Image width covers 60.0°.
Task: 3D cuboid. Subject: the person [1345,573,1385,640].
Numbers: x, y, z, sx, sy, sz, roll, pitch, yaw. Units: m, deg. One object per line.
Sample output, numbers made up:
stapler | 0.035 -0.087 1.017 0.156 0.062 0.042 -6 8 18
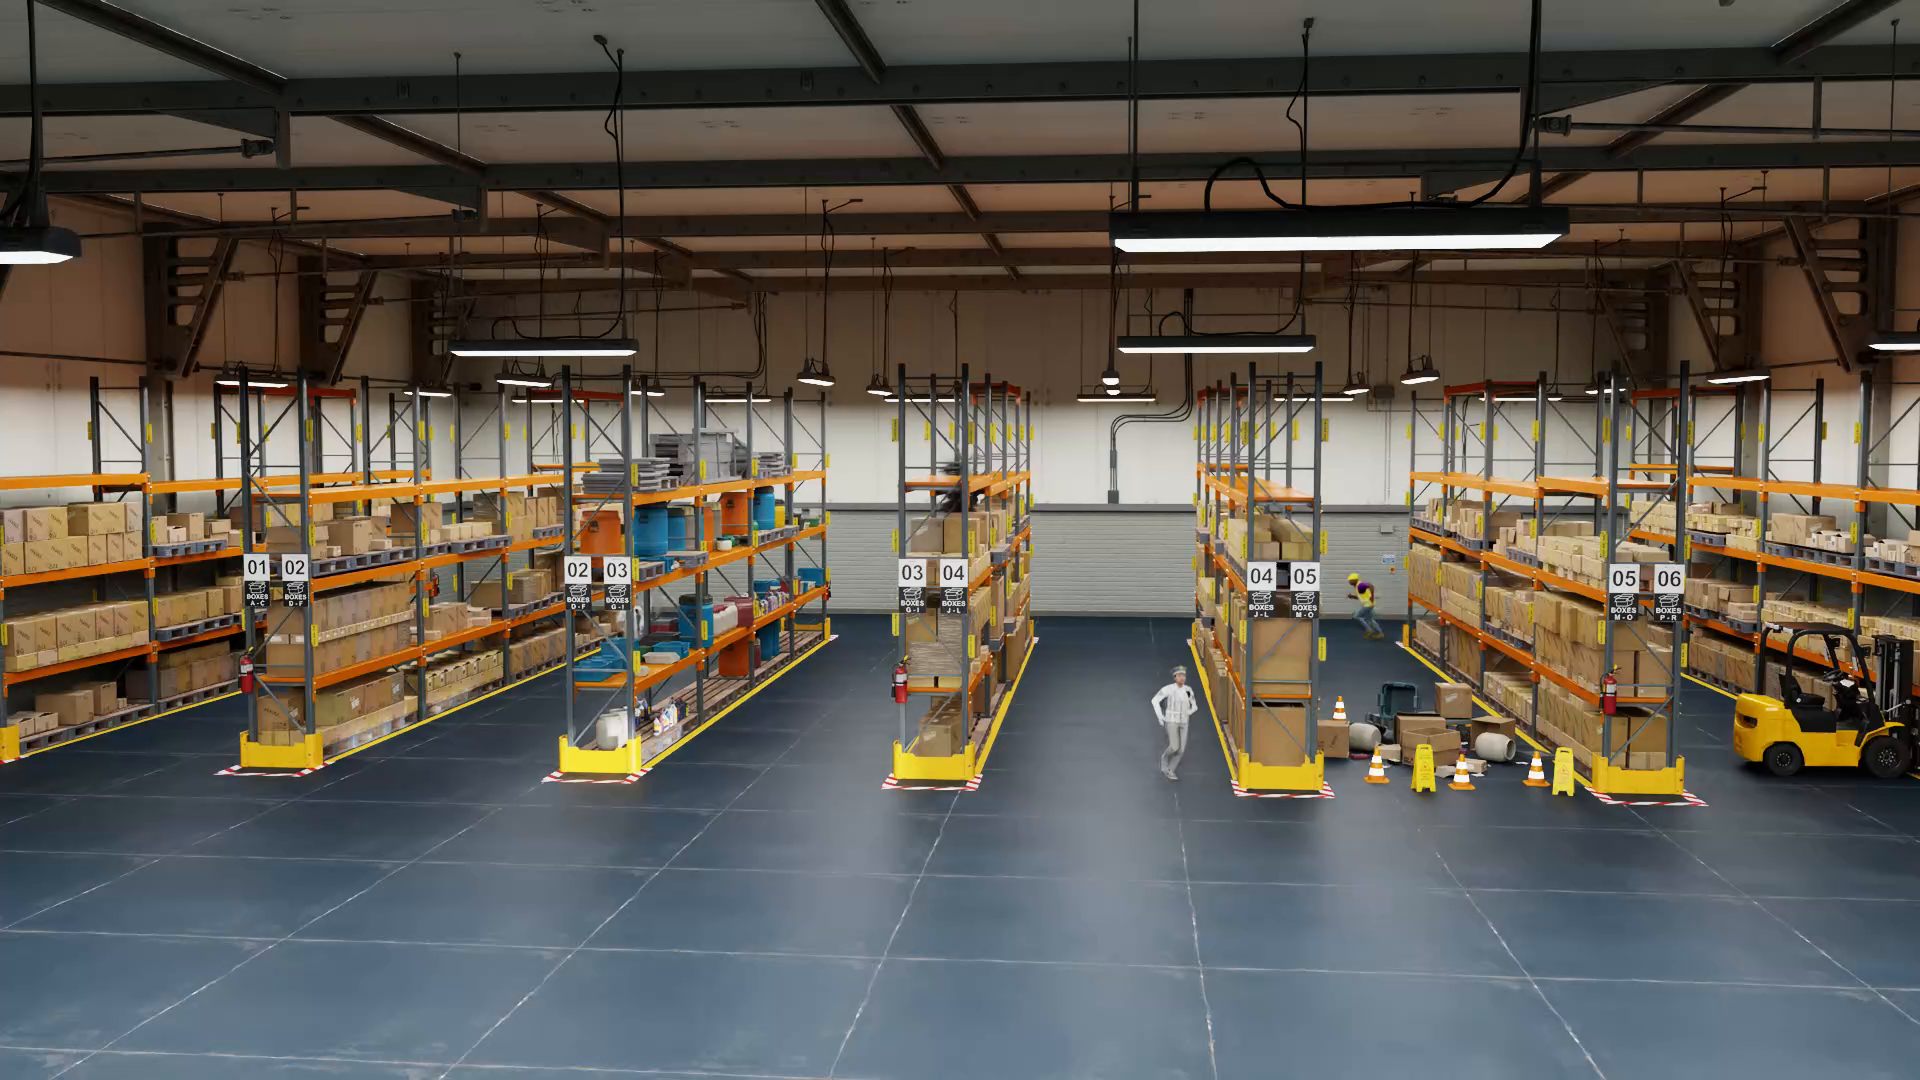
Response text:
person | 9.796 1.617 40.188 0.947 1.625 0.740 0 4 3

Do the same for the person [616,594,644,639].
person | -6.818 1.947 34.422 0.595 1.751 0.710 0 4 -5

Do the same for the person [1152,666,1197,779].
person | 3.140 2.634 24.007 0.609 1.643 0.508 -1 4 -20
